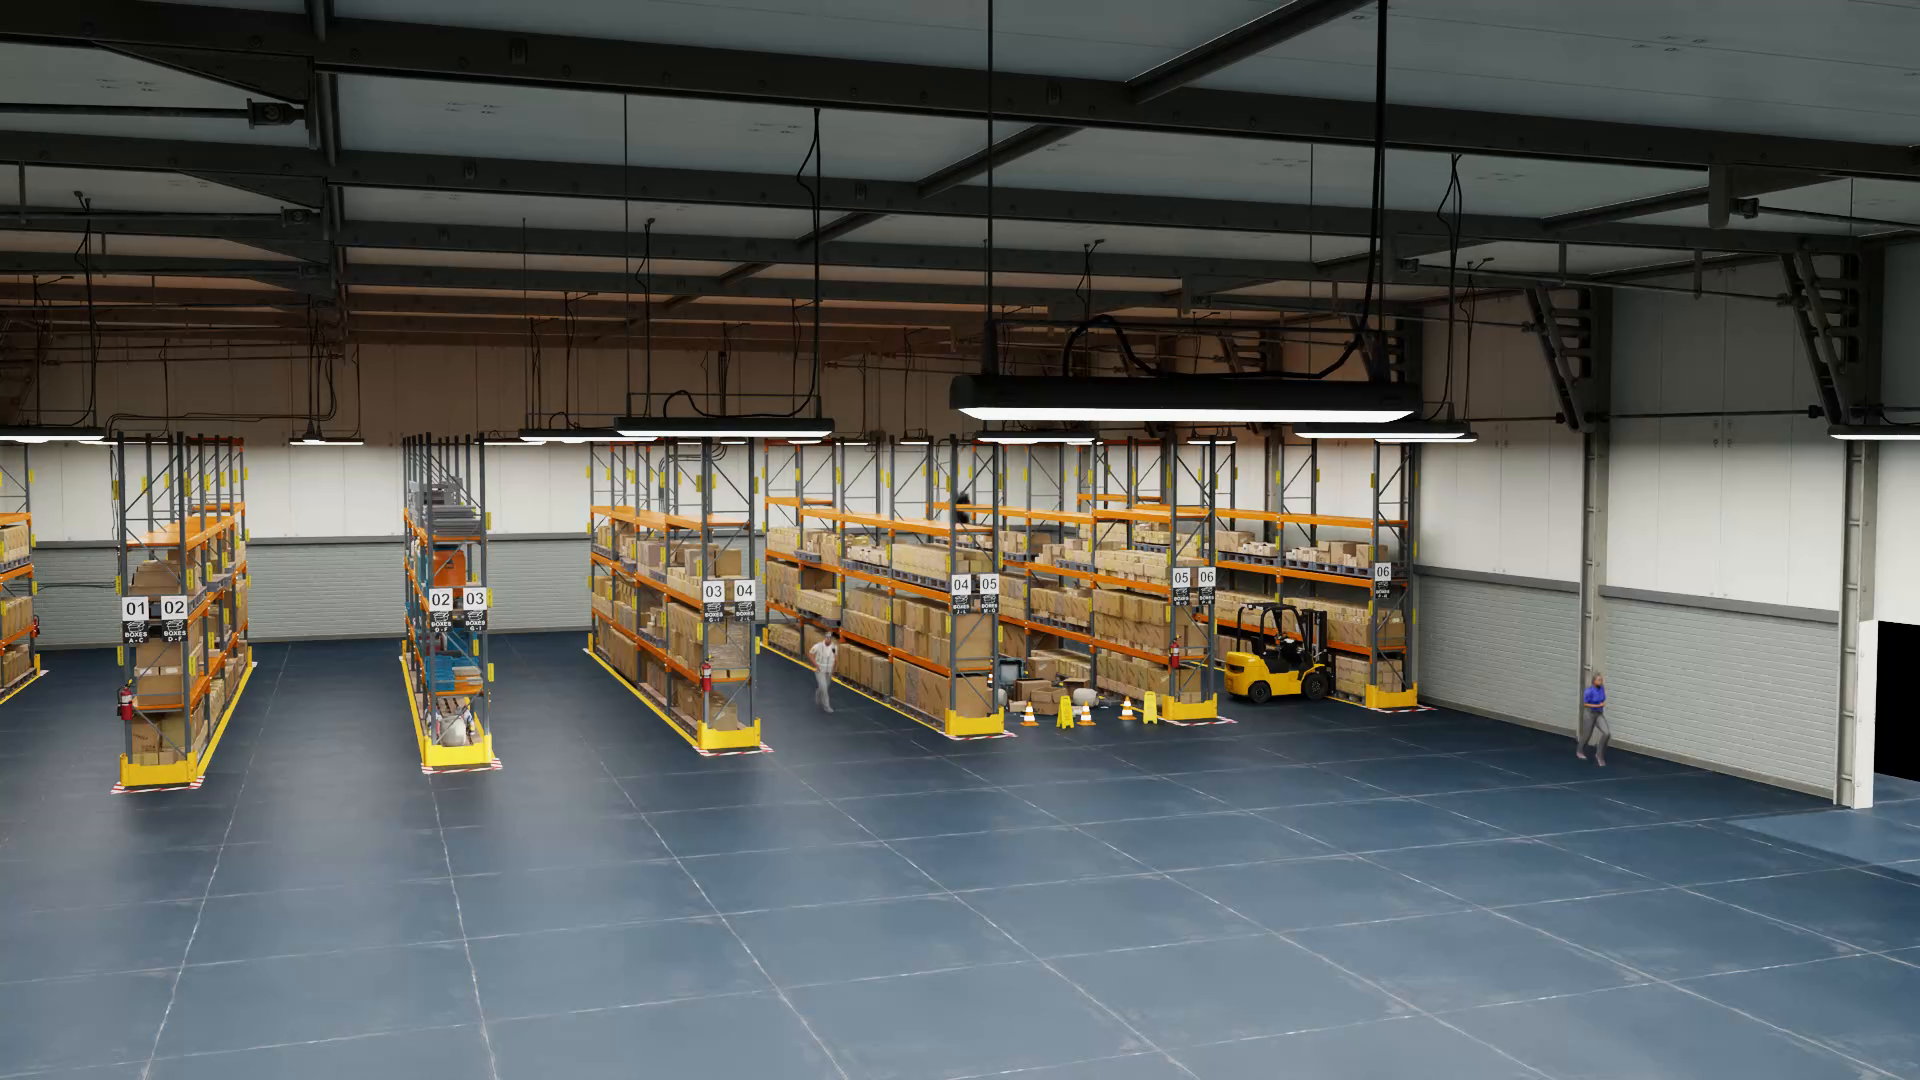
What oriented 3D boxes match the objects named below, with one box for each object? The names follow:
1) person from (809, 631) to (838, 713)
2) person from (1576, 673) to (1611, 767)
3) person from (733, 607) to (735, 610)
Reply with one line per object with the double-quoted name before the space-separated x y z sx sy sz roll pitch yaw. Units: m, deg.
"person" -2.975 2.838 36.225 0.668 1.763 0.961 -2 4 -26
"person" 11.456 3.238 30.088 0.599 1.684 0.833 -1 3 -18
"person" -5.656 2.528 42.195 0.660 1.731 0.624 -2 4 -36
